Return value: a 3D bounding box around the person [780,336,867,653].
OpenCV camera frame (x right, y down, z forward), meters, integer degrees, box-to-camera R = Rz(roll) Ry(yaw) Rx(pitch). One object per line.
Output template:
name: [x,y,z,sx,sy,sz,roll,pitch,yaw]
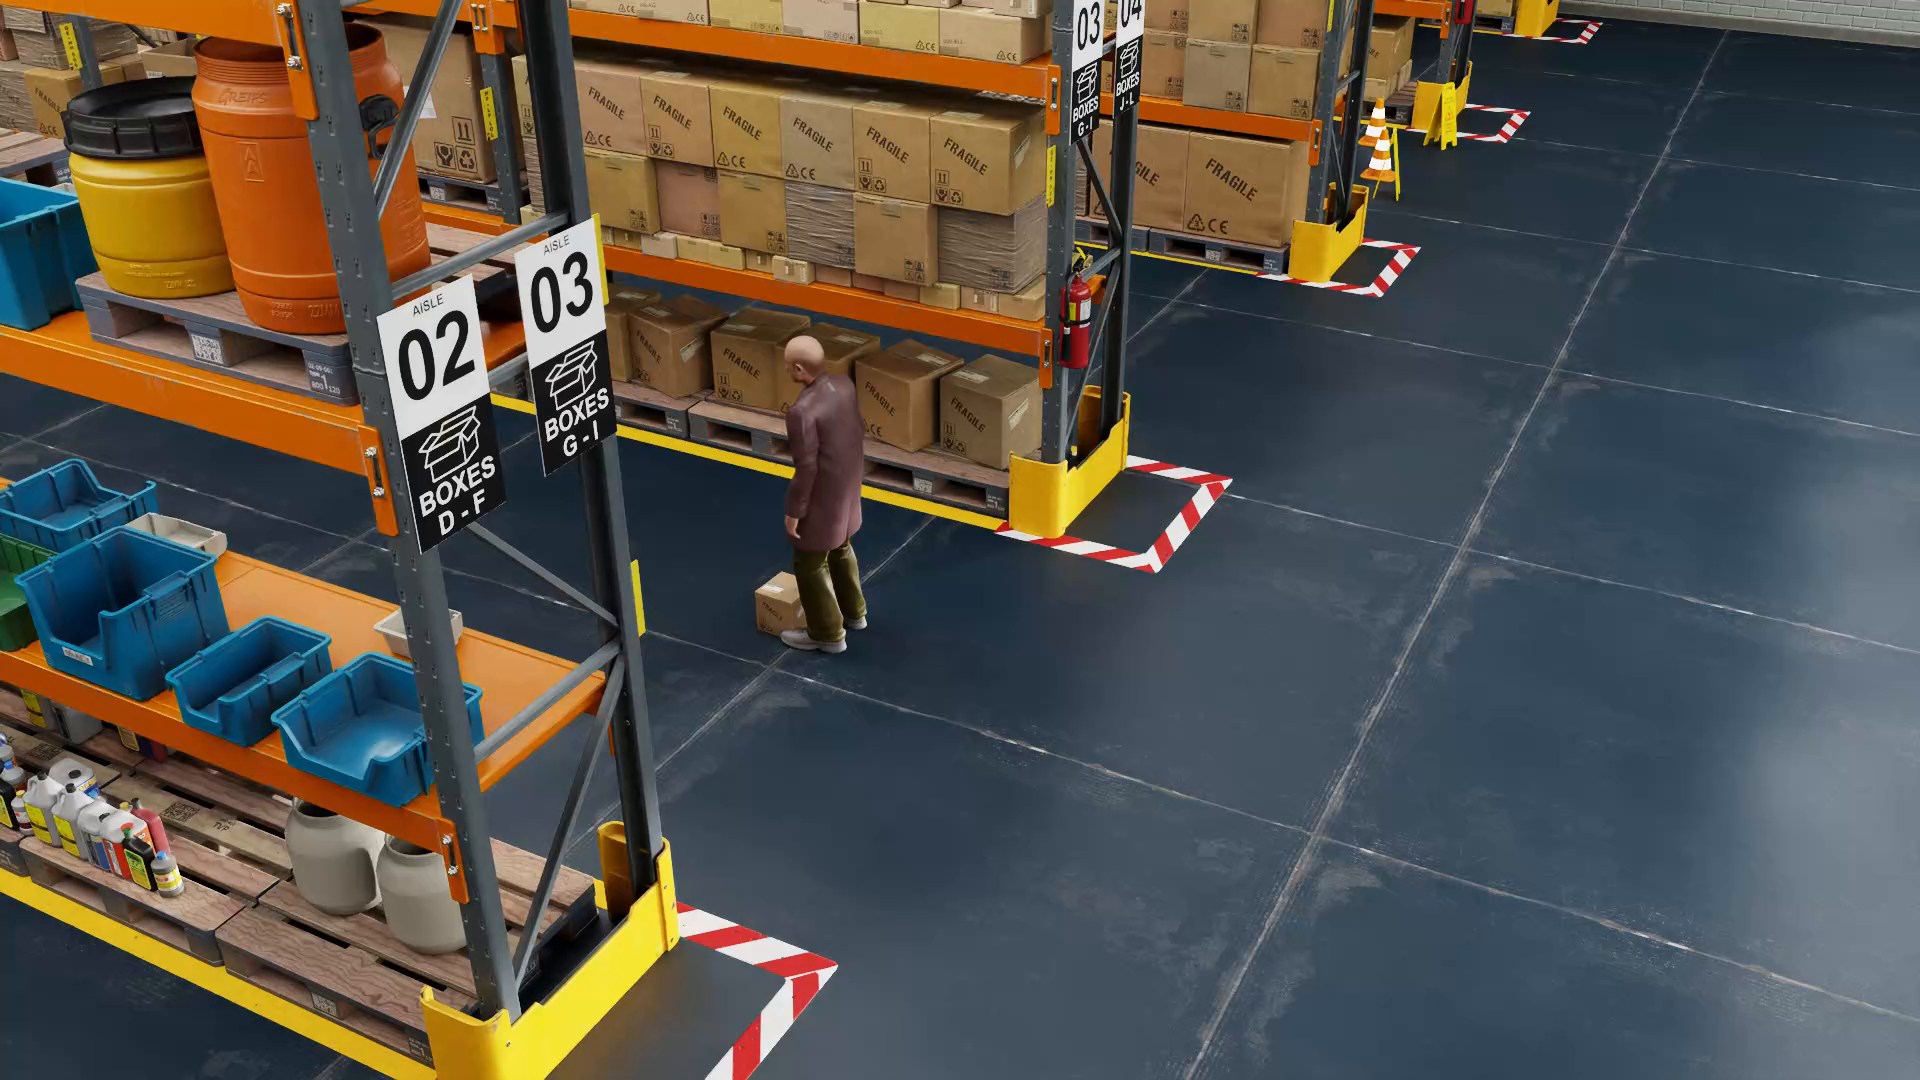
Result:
person: [-0.724,-0.243,8.740,0.427,1.773,0.641,14,33,23]
